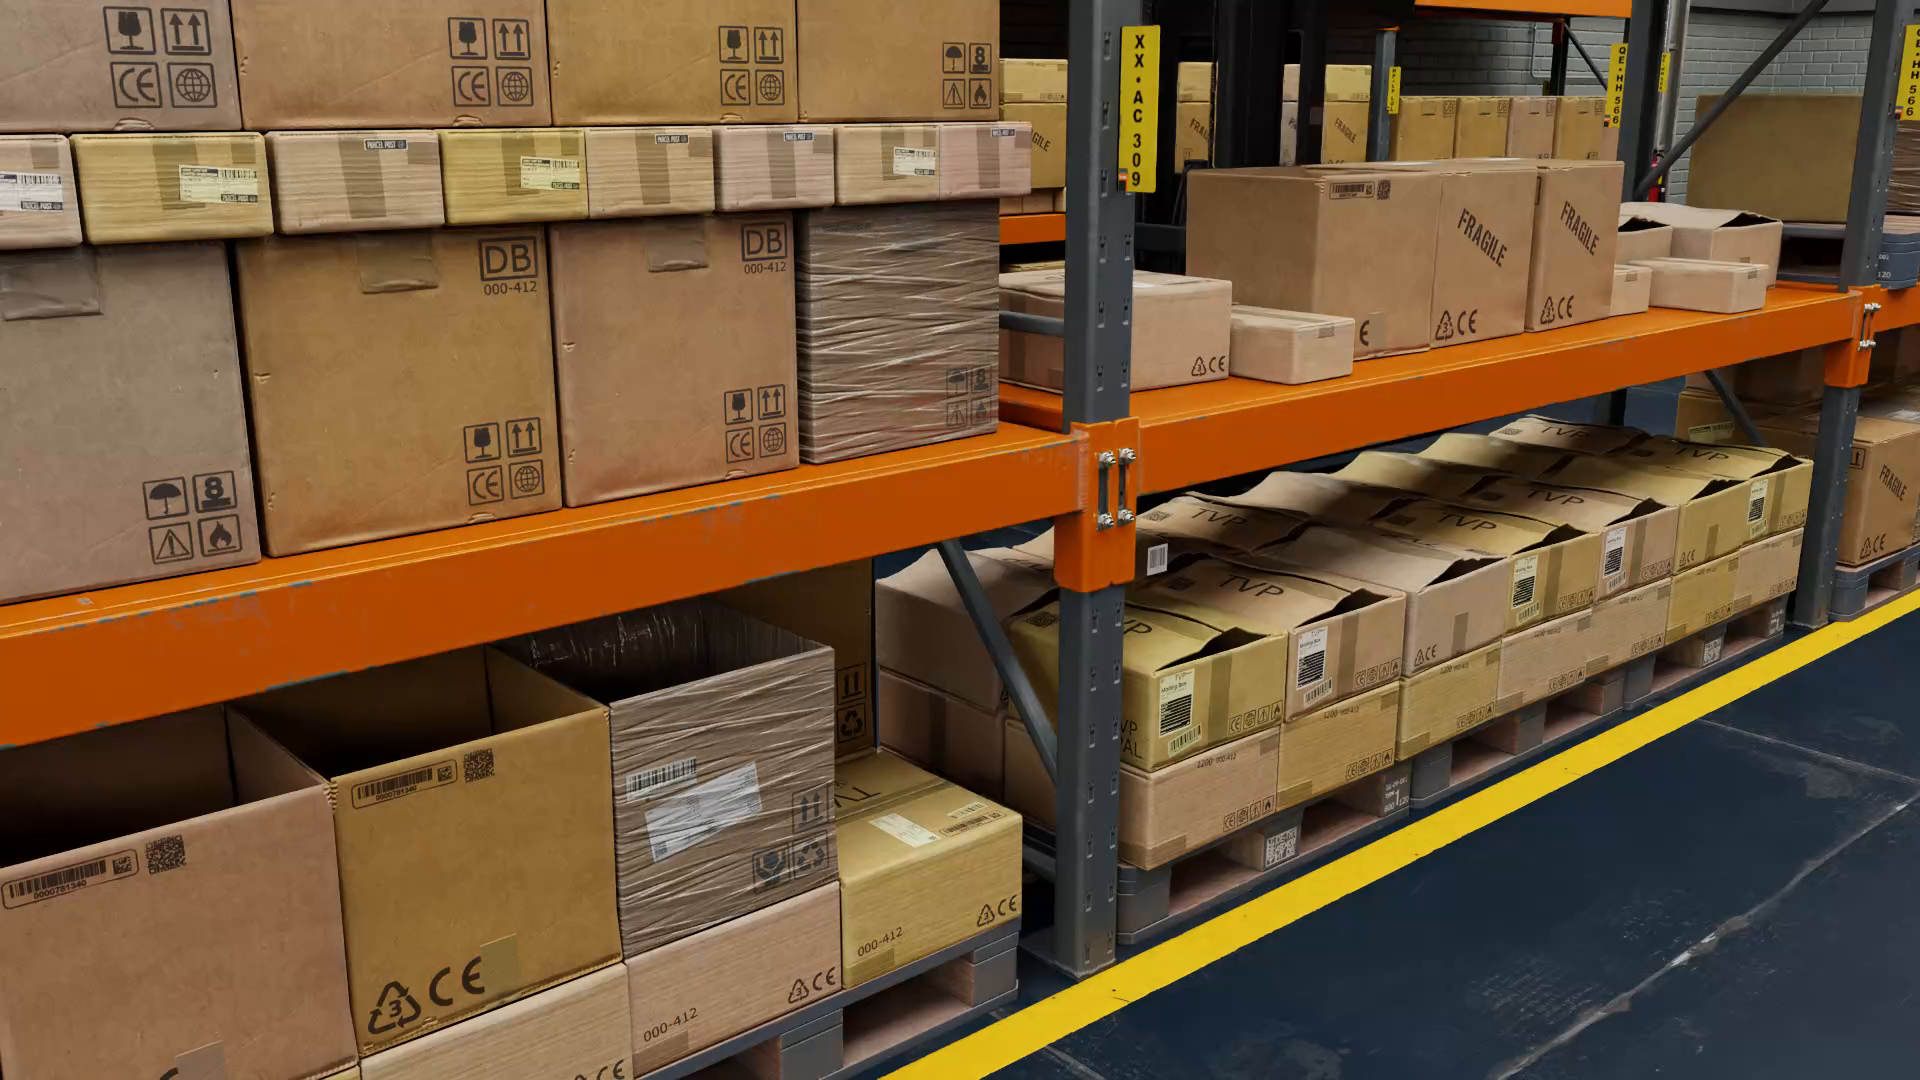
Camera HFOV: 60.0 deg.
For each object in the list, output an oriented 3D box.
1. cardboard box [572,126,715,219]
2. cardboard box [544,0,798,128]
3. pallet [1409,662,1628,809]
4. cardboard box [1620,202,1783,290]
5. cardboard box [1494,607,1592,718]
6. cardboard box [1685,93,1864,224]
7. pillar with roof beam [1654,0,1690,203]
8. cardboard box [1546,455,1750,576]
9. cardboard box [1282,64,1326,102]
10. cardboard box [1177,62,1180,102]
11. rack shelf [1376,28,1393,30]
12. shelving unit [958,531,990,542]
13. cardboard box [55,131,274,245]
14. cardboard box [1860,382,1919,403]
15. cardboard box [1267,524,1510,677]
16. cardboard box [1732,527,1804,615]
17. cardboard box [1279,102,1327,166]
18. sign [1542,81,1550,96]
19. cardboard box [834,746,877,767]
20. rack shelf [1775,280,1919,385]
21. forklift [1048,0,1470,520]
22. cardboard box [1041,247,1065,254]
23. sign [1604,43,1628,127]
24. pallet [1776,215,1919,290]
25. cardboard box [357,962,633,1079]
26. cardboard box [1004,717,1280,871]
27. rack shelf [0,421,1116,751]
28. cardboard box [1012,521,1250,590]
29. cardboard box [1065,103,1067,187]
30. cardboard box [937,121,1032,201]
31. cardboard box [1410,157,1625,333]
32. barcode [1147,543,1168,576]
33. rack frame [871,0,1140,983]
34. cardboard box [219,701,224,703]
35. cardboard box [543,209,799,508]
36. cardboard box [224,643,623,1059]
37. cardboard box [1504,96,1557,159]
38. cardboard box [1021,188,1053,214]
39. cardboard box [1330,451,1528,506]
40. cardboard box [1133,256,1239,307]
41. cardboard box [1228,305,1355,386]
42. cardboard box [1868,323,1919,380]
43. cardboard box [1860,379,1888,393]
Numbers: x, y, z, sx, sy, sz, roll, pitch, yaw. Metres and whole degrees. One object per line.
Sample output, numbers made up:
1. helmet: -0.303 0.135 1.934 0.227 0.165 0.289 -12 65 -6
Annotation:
1. cardboard box: -0.649 -0.666 2.982 0.250 0.149 0.380 -13 20 -39
2. cardboard box: -0.714 -1.036 3.110 0.500 0.500 0.700 -13 20 -39
3. pallet: 1.448 0.484 5.531 1.213 0.211 1.003 -13 19 -39
4. cardboard box: 2.711 -1.105 6.247 0.500 0.311 0.500 -11 19 -36
5. cardboard box: 1.624 0.321 5.249 0.500 0.250 0.500 -12 19 -38
6. cardboard box: 3.416 -1.581 6.849 0.700 0.500 0.500 8 17 28
7. pillar with roof beam: 10.090 -6.206 13.547 0.400 9.000 9.100 -13 19 -39
8. cardboard box: 2.393 -0.121 5.816 0.500 0.311 0.500 -13 20 -40
9. cardboard box: 2.201 -3.193 11.628 0.500 0.250 0.500 -12 19 -38
10. cardboard box: 1.051 -2.932 10.653 0.500 0.250 0.500 -12 19 -39
11. rack shelf: 1.269 -3.605 11.016 4.000 0.370 1.077 -13 19 -39
12. shelving unit: -0.011 -0.577 7.586 0.189 1.200 0.258 -13 19 -39
13. cardboard box: -1.225 -0.537 2.497 0.250 0.149 0.380 -12 19 -38
14. cardboard box: 4.318 -0.401 7.431 0.500 0.500 0.500 -13 20 -40
15. cardboard box: 1.243 0.138 4.849 0.500 0.311 0.500 -14 20 -41
16. cardboard box: 2.778 0.061 6.223 0.500 0.250 0.500 -12 19 -38
17. cardboard box: 2.216 -2.829 11.718 0.500 0.500 0.500 -12 19 -39
18. sign: 5.435 -4.086 15.402 0.005 0.325 0.100 -13 19 -39
19. cardboard box: -0.552 0.622 4.125 0.500 0.250 0.500 -13 19 -39
20. rack shelf: 4.523 -1.192 7.795 4.000 0.370 1.077 -13 19 -39
21. forklift: 1.535 -1.711 8.477 3.031 2.935 1.130 -11 19 -37
22. cardboard box: 1.066 -1.575 11.187 0.750 0.750 0.750 -13 20 -40
23. sign: 2.651 -1.826 6.684 0.005 0.325 0.100 -13 19 -39
24. pallet: 3.480 -1.237 6.940 1.003 0.211 1.213 -13 19 -39
25. cardboard box: -0.961 0.894 3.107 0.500 0.250 0.500 -13 19 -39
26. cardboard box: 0.464 0.582 4.273 0.500 0.250 0.500 -13 20 -41
27. rack shelf: -1.512 0.163 2.722 4.000 0.370 1.077 -13 19 -39
28. cardboard box: 0.503 0.117 4.926 0.500 0.311 0.500 -12 19 -38
29. cardboard box: 0.696 -2.486 10.435 0.500 0.500 0.500 -12 19 -38
30. cardboard box: -0.068 -0.797 3.472 0.250 0.149 0.380 -13 20 -39
31. cardboard box: 1.759 -0.962 5.345 0.500 0.500 0.500 -14 20 -42
32. barcode: 0.463 0.046 3.898 0.075 0.075 0.001 -13 19 -39
33. rack frame: -0.003 -0.523 3.897 0.127 3.000 1.000 -13 19 -39
34. cardboard box: -1.313 0.427 3.401 0.500 0.500 0.500 -13 19 -39
35. cardboard box: -0.727 -0.405 3.259 0.500 0.500 0.700 -13 20 -40
36. cardboard box: -0.969 0.529 3.019 0.500 0.500 0.500 -13 19 -39
37. cardboard box: 4.294 -3.324 13.800 0.700 0.700 0.980 -14 20 -42
38. cardboard box: 0.356 -2.105 10.265 0.250 0.149 0.380 -12 19 -39
39. cardboard box: 1.650 -0.138 5.883 0.500 0.311 0.500 -13 20 -41
40. cardboard box: 0.540 -0.643 4.606 0.258 0.266 0.396 -13 20 -41
41. cardboard box: 0.800 -0.512 4.343 0.250 0.149 0.380 -13 19 -39
42. cardboard box: 4.375 -0.957 8.058 0.500 0.250 0.500 -13 20 -40
43. cardboard box: 3.957 -0.498 7.792 0.500 0.500 0.500 -14 20 -41
